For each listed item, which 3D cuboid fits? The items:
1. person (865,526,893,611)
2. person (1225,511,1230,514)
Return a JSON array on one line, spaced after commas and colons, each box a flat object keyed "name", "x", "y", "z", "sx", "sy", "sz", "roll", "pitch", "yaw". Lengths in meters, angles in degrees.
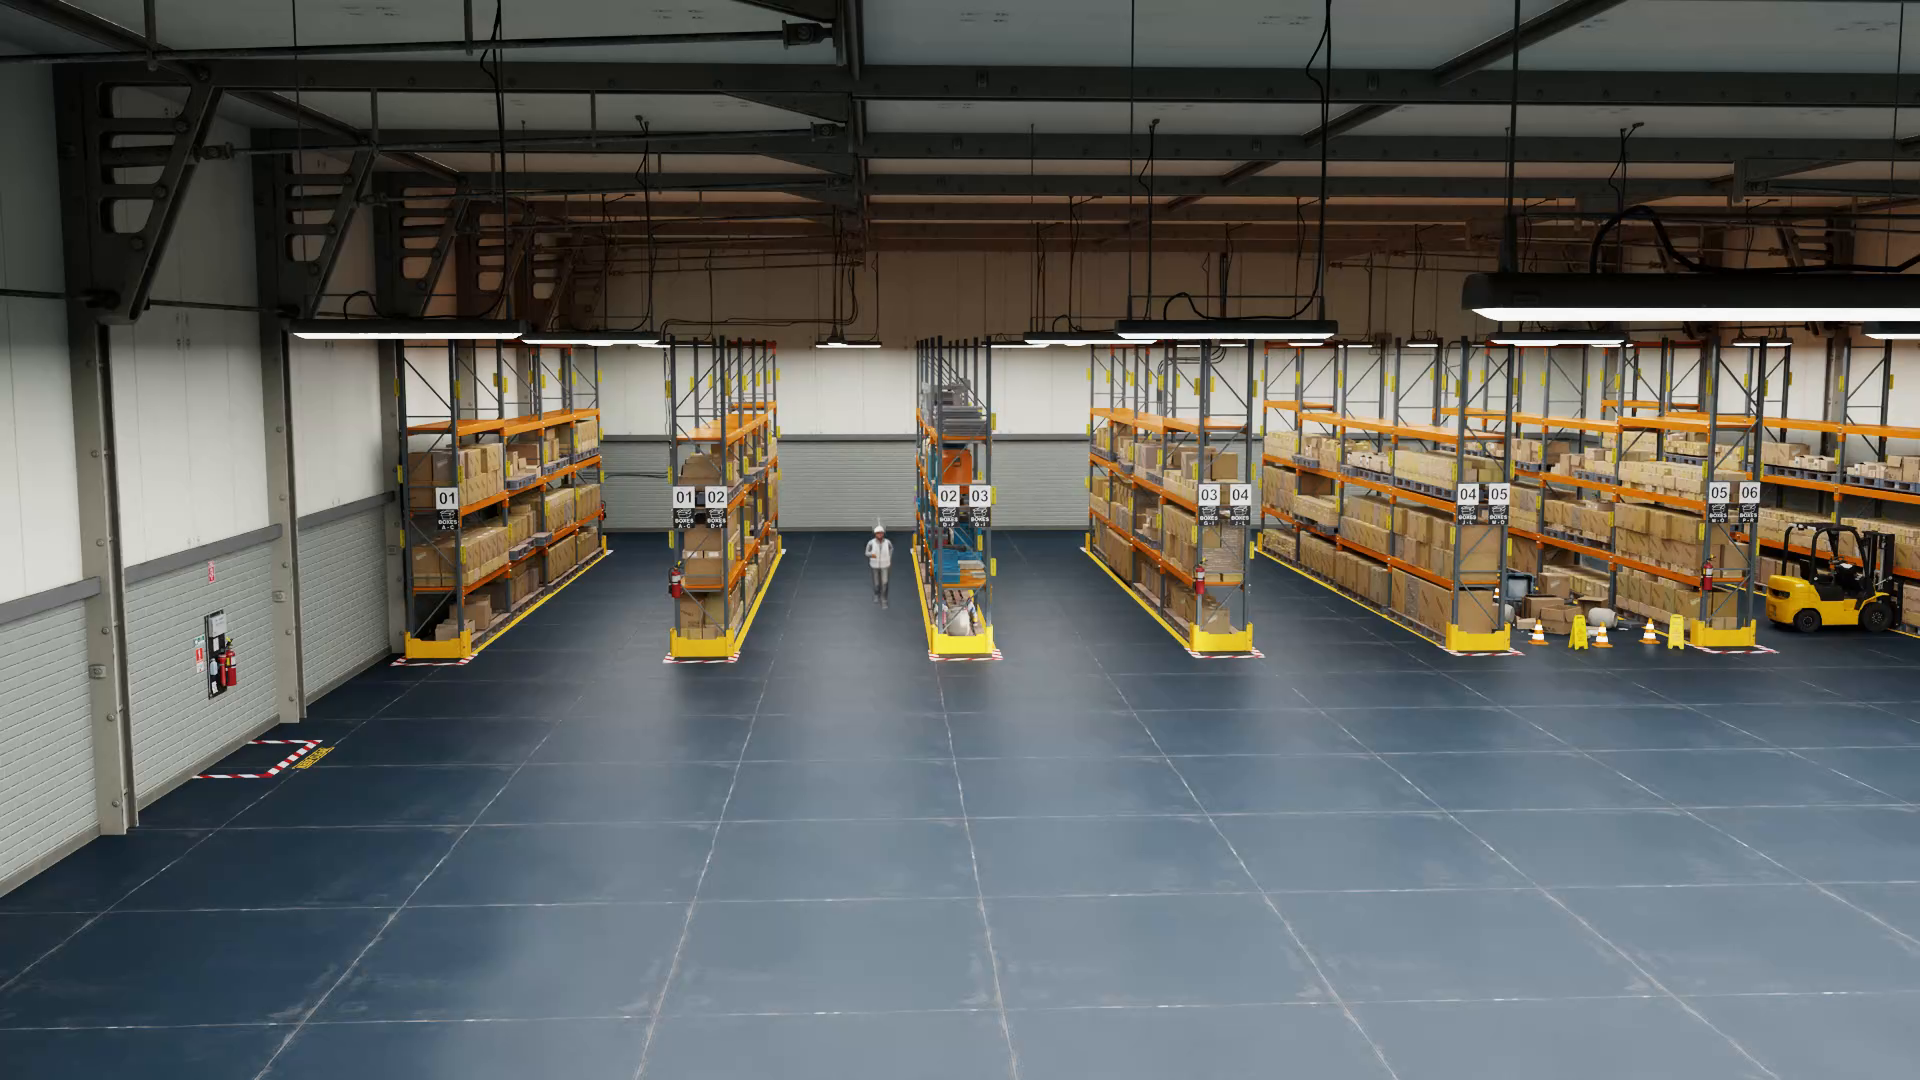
[{"name": "person", "x": -1.759, "y": 0.588, "z": 36.240, "sx": 0.610, "sy": 1.805, "sz": 0.886, "roll": 0, "pitch": 6, "yaw": -2}, {"name": "person", "x": 7.457, "y": -0.338, "z": 45.830, "sx": 0.625, "sy": 1.688, "sz": 0.834, "roll": 1, "pitch": 7, "yaw": 6}]
